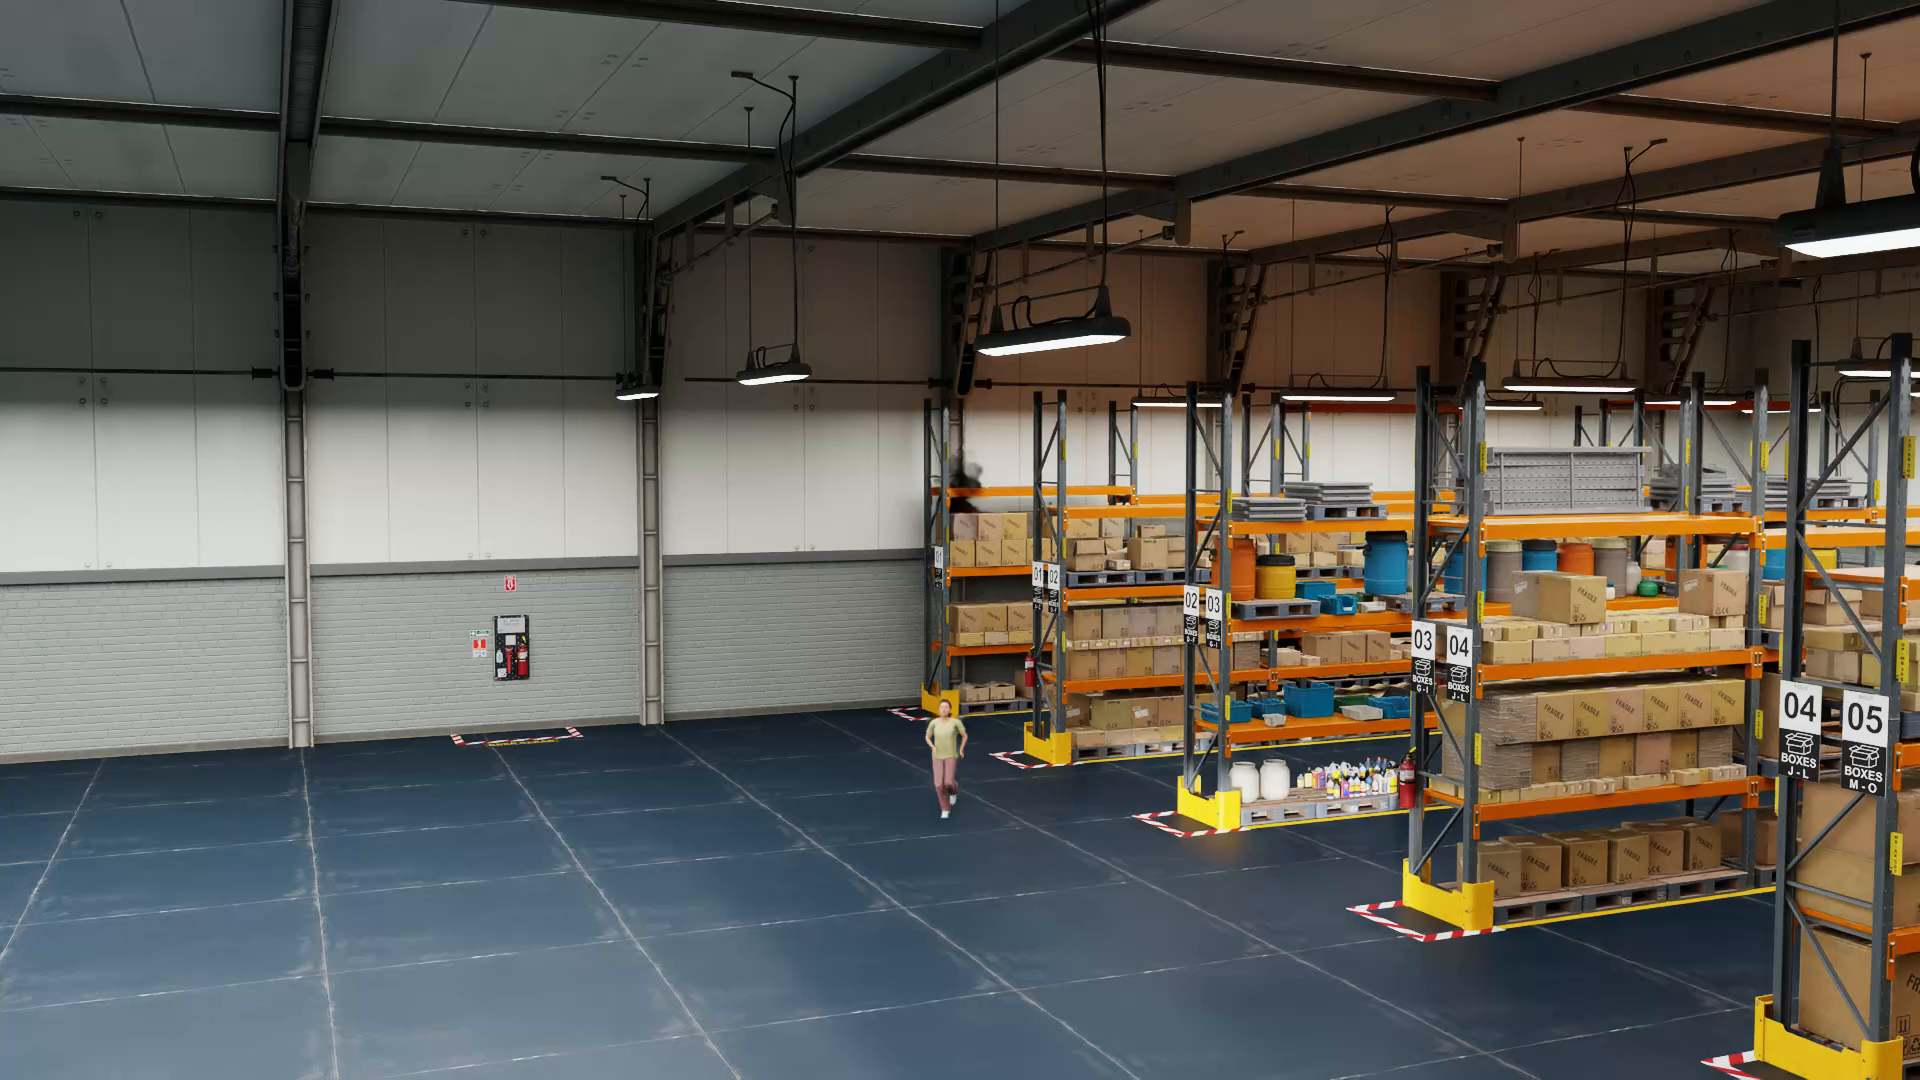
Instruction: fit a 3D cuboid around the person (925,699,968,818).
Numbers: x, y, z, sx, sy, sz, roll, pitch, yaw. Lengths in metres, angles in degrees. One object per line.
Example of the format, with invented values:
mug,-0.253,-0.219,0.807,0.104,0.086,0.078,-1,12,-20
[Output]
person,-0.204,3.008,22.928,0.581,1.629,0.500,0,3,7
